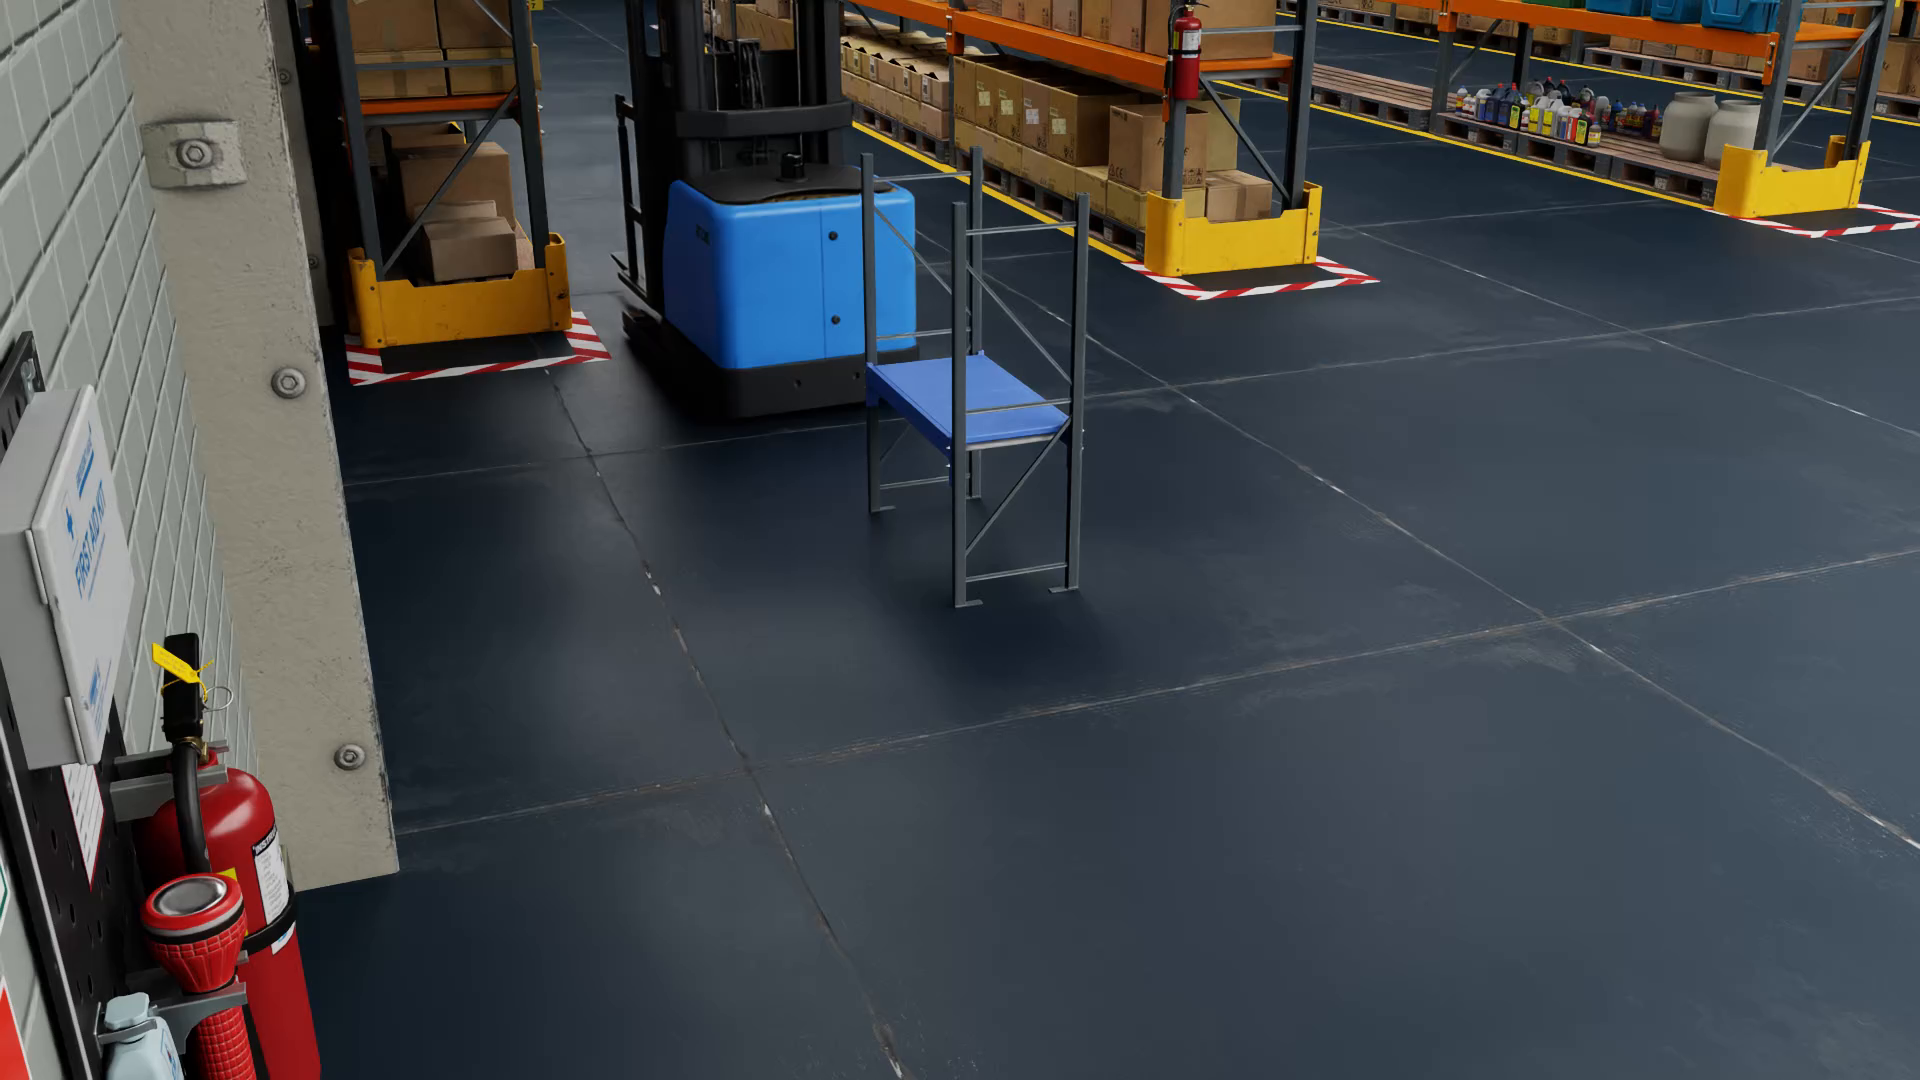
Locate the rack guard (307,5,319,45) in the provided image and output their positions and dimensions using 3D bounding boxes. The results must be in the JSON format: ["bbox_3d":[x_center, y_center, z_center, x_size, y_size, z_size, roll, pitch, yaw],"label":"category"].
[{"bbox_3d":[-8.487,-7.232,23.281,1.175,0.500,0.348,-8,24,-19],"label":"rack guard"}]

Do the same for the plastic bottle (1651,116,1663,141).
[{"bbox_3d":[6.057,-3.573,14.419,0.097,0.201,0.097,0,23,0],"label":"plastic bottle"}]

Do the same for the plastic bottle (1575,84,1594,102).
[{"bbox_3d":[5.708,-3.975,15.179,0.144,0.351,0.185,-8,24,-19],"label":"plastic bottle"}]

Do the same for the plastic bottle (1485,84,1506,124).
[{"bbox_3d":[4.926,-4.006,15.253,0.144,0.351,0.185,-8,24,-18],"label":"plastic bottle"}]

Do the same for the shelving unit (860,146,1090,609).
[{"bbox_3d":[0.030,-0.660,6.402,0.538,1.500,1.048,-8,24,-19],"label":"shelving unit"}]

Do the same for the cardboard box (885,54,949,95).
[{"bbox_3d":[-0.381,-4.358,15.523,0.500,0.311,0.500,-8,24,-19],"label":"cardboard box"}]

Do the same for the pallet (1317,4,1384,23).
[{"bbox_3d":[6.207,-8.407,26.440,1.003,0.211,1.213,-8,24,-19],"label":"pallet"}]

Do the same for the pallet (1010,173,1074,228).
[{"bbox_3d":[1.071,-2.672,12.835,1.003,0.211,1.213,-8,24,-19],"label":"pallet"}]

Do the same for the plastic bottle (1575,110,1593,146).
[{"bbox_3d":[5.325,-3.519,14.184,0.061,0.283,0.133,-8,24,-18],"label":"plastic bottle"}]

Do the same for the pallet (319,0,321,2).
[{"bbox_3d":[-5.301,-5.136,15.336,1.213,0.211,1.003,-8,24,-19],"label":"pallet"}]

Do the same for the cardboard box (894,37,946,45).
[{"bbox_3d":[-0.414,-4.990,17.021,0.500,0.311,0.500,-9,24,-20],"label":"cardboard box"}]

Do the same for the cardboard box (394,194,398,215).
[{"bbox_3d":[-3.693,-2.320,11.513,0.380,0.149,0.250,-10,25,-23],"label":"cardboard box"}]

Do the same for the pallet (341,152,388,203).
[{"bbox_3d":[-4.515,-3.013,13.642,1.003,0.211,1.213,-8,24,-19],"label":"pallet"}]

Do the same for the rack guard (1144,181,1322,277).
[{"bbox_3d":[1.816,-2.082,11.062,1.175,0.500,0.348,-8,24,-19],"label":"rack guard"}]

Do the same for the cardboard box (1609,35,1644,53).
[{"bbox_3d":[8.505,-6.317,20.545,0.700,0.500,0.500,-10,25,-22],"label":"cardboard box"}]

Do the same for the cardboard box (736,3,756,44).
[{"bbox_3d":[-2.489,-6.444,20.846,0.500,0.500,0.500,-9,25,-21],"label":"cardboard box"}]

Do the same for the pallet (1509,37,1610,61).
[{"bbox_3d":[8.042,-6.519,21.962,1.003,0.211,1.213,-8,24,-19],"label":"pallet"}]

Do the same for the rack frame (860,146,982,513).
[{"bbox_3d":[-0.149,-0.845,6.840,0.500,1.500,0.032,-8,24,-19],"label":"rack frame"}]

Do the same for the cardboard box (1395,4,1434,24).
[{"bbox_3d":[7.082,-7.945,23.950,1.225,0.875,0.875,-8,24,-19],"label":"cardboard box"}]

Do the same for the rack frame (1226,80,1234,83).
[{"bbox_3d":[3.616,-6.828,19.104,1.000,3.000,0.127,-8,24,-19],"label":"rack frame"}]

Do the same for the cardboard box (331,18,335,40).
[{"bbox_3d":[-4.080,-3.572,11.547,0.500,0.250,0.500,-9,25,-21],"label":"cardboard box"}]

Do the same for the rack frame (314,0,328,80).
[{"bbox_3d":[-7.065,-6.922,19.327,1.000,3.000,0.127,-8,24,-19],"label":"rack frame"}]

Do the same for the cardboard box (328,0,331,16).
[{"bbox_3d":[-3.918,-3.731,10.958,0.500,0.500,0.500,-8,24,-18],"label":"cardboard box"}]

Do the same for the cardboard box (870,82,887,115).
[{"bbox_3d":[-0.560,-4.288,16.078,0.500,0.250,0.500,-8,24,-18],"label":"cardboard box"}]

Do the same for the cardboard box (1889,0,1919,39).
[{"bbox_3d":[13.057,-7.074,22.045,1.050,0.750,0.750,-9,24,-20],"label":"cardboard box"}]

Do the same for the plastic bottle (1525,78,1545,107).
[{"bbox_3d":[5.392,-4.142,15.576,0.144,0.351,0.185,-8,24,-19],"label":"plastic bottle"}]

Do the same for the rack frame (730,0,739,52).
[{"bbox_3d":[-2.432,-7.603,20.943,1.000,3.000,0.127,-8,24,-19],"label":"rack frame"}]

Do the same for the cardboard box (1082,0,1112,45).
[{"bbox_3d":[1.294,-3.831,11.866,0.700,0.500,0.500,-8,24,-19],"label":"cardboard box"}]

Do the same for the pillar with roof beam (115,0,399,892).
[{"bbox_3d":[2.265,-3.872,4.368,9.100,9.000,0.400,-8,24,-19],"label":"pillar with roof beam"}]

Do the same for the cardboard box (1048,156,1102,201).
[{"bbox_3d":[0.975,-2.685,12.274,0.500,0.250,0.500,-8,24,-19],"label":"cardboard box"}]

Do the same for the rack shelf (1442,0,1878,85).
[{"bbox_3d":[5.736,-4.316,14.071,1.077,0.370,4.000,-8,24,-19],"label":"rack shelf"}]

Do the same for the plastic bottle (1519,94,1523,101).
[{"bbox_3d":[5.090,-3.933,15.183,0.097,0.271,0.097,0,23,0],"label":"plastic bottle"}]

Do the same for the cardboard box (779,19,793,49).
[{"bbox_3d":[-1.752,-5.696,19.070,0.500,0.500,0.500,-9,25,-21],"label":"cardboard box"}]

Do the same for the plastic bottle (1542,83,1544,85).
[{"bbox_3d":[5.508,-4.196,15.790,0.061,0.283,0.133,-7,24,-16],"label":"plastic bottle"}]

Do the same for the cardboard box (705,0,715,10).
[{"bbox_3d":[-3.101,-7.337,22.960,0.797,0.503,0.637,-8,24,-19],"label":"cardboard box"}]

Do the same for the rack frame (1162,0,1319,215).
[{"bbox_3d":[1.807,-3.242,10.598,1.000,3.000,0.127,-8,24,-19],"label":"rack frame"}]

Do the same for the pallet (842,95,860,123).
[{"bbox_3d":[-0.765,-4.560,17.314,1.003,0.211,1.213,-8,24,-19],"label":"pallet"}]

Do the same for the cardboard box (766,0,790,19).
[{"bbox_3d":[-1.958,-6.244,19.406,0.500,0.250,0.500,-9,24,-20],"label":"cardboard box"}]

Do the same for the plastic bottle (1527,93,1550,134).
[{"bbox_3d":[5.143,-3.783,14.724,0.144,0.351,0.185,-9,24,-19],"label":"plastic bottle"}]

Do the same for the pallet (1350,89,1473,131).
[{"bbox_3d":[4.716,-4.369,16.861,1.003,0.211,1.213,-8,24,-19],"label":"pallet"}]

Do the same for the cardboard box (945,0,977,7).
[{"bbox_3d":[0.179,-4.800,14.485,0.500,0.250,0.500,-7,24,-16],"label":"cardboard box"}]

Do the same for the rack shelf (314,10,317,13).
[{"bbox_3d":[-6.359,-5.863,17.742,1.077,0.370,4.000,-8,24,-19],"label":"rack shelf"}]

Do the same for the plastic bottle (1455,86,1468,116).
[{"bbox_3d":[4.732,-4.144,15.682,0.097,0.271,0.097,0,23,0],"label":"plastic bottle"}]

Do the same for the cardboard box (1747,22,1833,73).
[{"bbox_3d":[9.315,-5.507,18.621,0.700,0.500,0.500,-8,24,-19],"label":"cardboard box"}]

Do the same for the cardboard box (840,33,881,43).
[{"bbox_3d":[-1.109,-5.104,17.291,0.500,0.311,0.500,-7,24,-17],"label":"cardboard box"}]

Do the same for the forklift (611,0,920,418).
[{"bbox_3d":[-1.267,-2.473,8.861,1.130,2.935,3.031,-10,25,-22],"label":"forklift"}]

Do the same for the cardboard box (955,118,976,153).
[{"bbox_3d":[0.274,-3.412,14.000,0.500,0.250,0.500,-8,24,-19],"label":"cardboard box"}]

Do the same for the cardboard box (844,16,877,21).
[{"bbox_3d":[-1.275,-5.777,19.263,0.500,0.500,0.500,-9,24,-20],"label":"cardboard box"}]

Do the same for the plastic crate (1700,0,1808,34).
[{"bbox_3d":[5.986,-3.993,12.570,0.499,0.251,0.616,-8,24,-19],"label":"plastic crate"}]

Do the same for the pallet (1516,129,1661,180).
[{"bbox_3d":[5.662,-3.395,14.551,1.003,0.211,1.213,-8,24,-19],"label":"pallet"}]

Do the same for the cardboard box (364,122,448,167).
[{"bbox_3d":[-4.515,-3.331,13.459,0.700,0.500,0.500,-7,24,-17],"label":"cardboard box"}]

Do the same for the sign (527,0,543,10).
[{"bbox_3d":[-2.318,-3.035,8.991,0.100,0.325,0.005,-8,24,-19],"label":"sign"}]

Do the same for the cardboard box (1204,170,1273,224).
[{"bbox_3d":[1.826,-2.394,11.585,0.500,0.250,0.500,-8,24,-19],"label":"cardboard box"}]

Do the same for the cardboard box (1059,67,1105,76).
[{"bbox_3d":[1.108,-3.465,13.160,0.500,0.500,0.500,-8,24,-19],"label":"cardboard box"}]

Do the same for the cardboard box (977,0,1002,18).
[{"bbox_3d":[0.557,-4.582,13.646,0.700,0.500,0.500,-9,24,-20],"label":"cardboard box"}]

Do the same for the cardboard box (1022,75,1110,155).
[{"bbox_3d":[0.797,-3.212,12.559,0.500,0.500,0.500,-8,24,-19],"label":"cardboard box"}]

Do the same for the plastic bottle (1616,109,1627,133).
[{"bbox_3d":[5.902,-3.732,14.797,0.097,0.201,0.097,0,23,0],"label":"plastic bottle"}]
